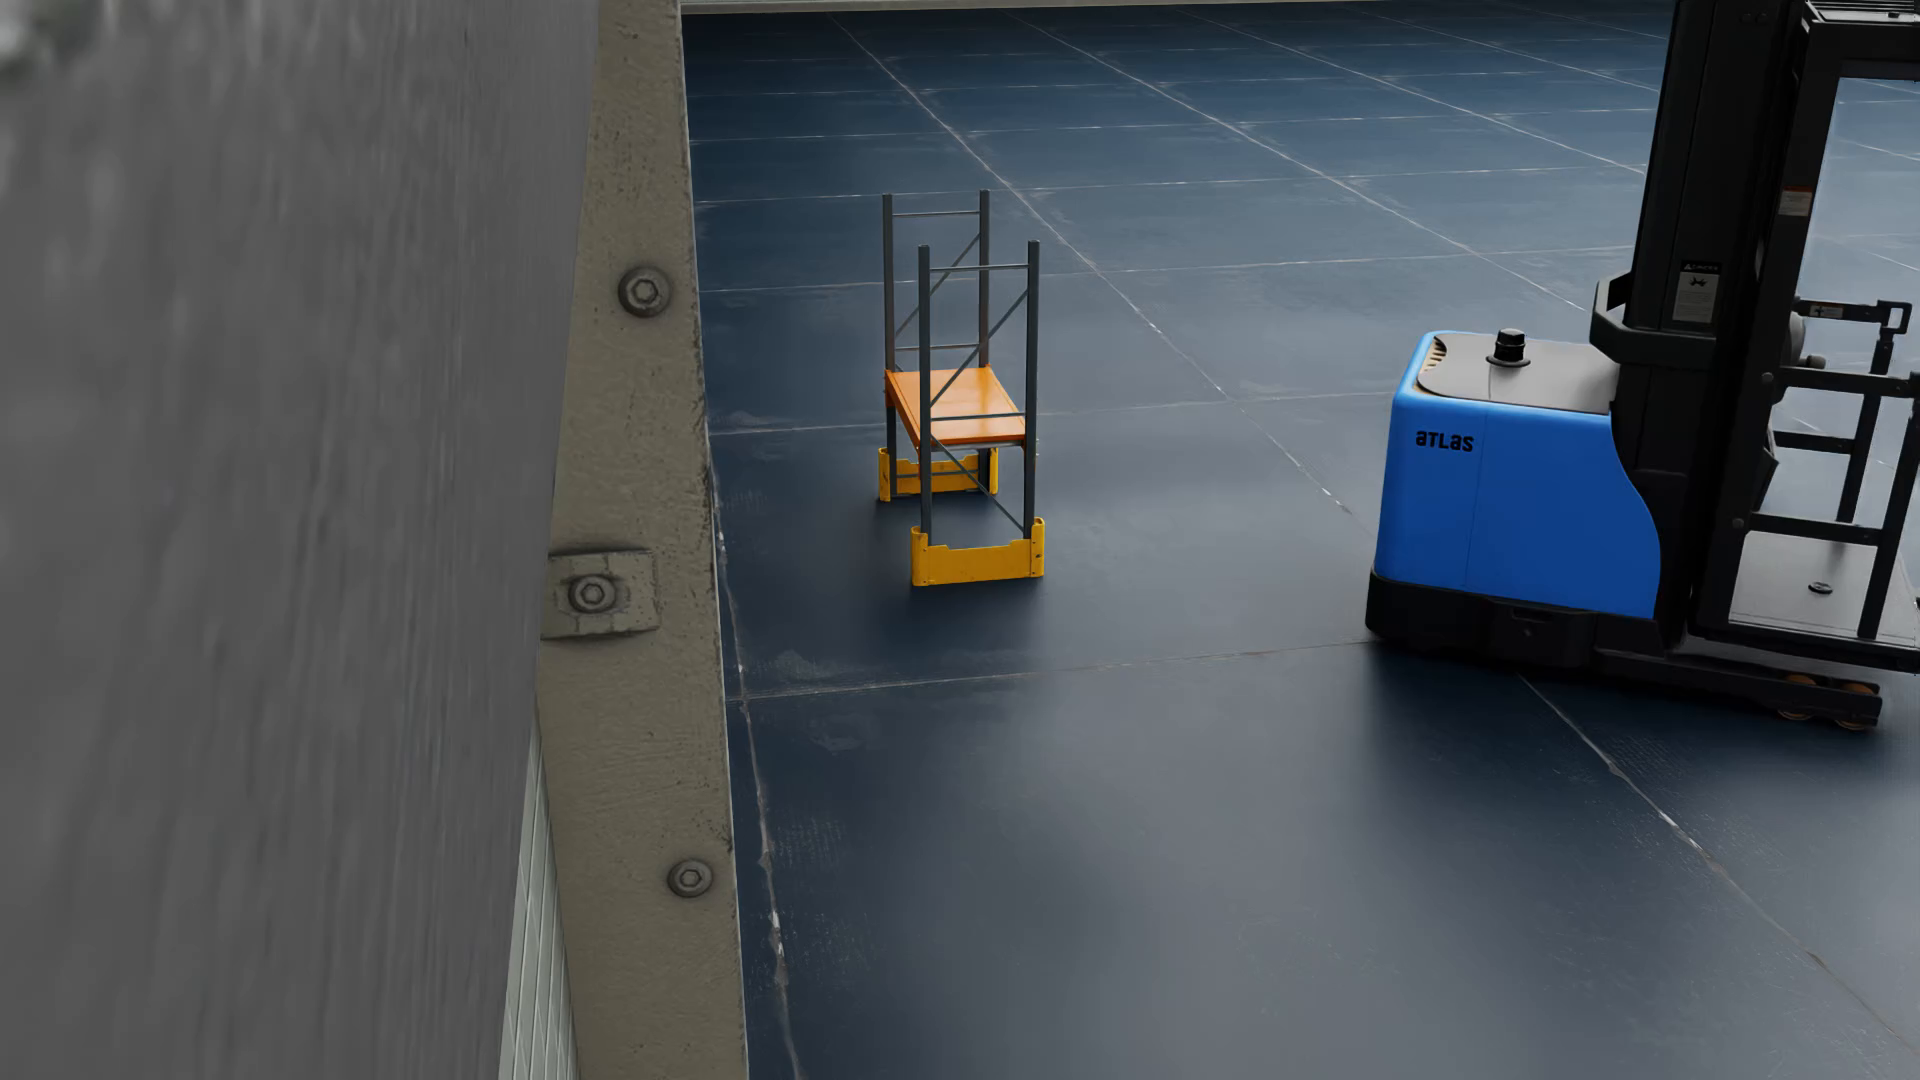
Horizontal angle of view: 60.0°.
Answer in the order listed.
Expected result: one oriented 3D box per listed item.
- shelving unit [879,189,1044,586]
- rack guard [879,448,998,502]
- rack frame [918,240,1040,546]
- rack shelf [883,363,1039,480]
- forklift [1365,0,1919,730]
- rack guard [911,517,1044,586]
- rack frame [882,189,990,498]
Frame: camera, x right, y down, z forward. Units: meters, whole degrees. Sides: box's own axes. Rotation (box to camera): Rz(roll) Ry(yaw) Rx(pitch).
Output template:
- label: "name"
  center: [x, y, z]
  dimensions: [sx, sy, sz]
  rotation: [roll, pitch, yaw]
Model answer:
- label: "shelving unit"
  center: [-0.014, -0.717, 7.518]
  dimensions: [0.587, 1.500, 1.083]
  rotation: [-4, 24, -10]
- label: "rack guard"
  center: [-0.106, -0.340, 8.217]
  dimensions: [0.587, 0.250, 0.087]
  rotation: [-4, 24, -10]
- label: "rack frame"
  center: [0.078, -0.521, 7.069]
  dimensions: [0.500, 1.500, 0.032]
  rotation: [-4, 24, -10]
- label: "rack shelf"
  center: [-0.016, -0.556, 7.599]
  dimensions: [0.538, 0.185, 1.000]
  rotation: [-4, 24, -10]
- label: "forklift"
  center: [3.223, -0.883, 6.109]
  dimensions: [3.031, 2.935, 1.130]
  rotation: [9, 25, 19]
- label: "rack guard"
  center: [0.078, 0.051, 7.320]
  dimensions: [0.587, 0.250, 0.087]
  rotation: [-4, 24, -10]
- label: "rack frame"
  center: [-0.110, -0.921, 7.984]
  dimensions: [0.500, 1.500, 0.032]
  rotation: [-4, 24, -10]
